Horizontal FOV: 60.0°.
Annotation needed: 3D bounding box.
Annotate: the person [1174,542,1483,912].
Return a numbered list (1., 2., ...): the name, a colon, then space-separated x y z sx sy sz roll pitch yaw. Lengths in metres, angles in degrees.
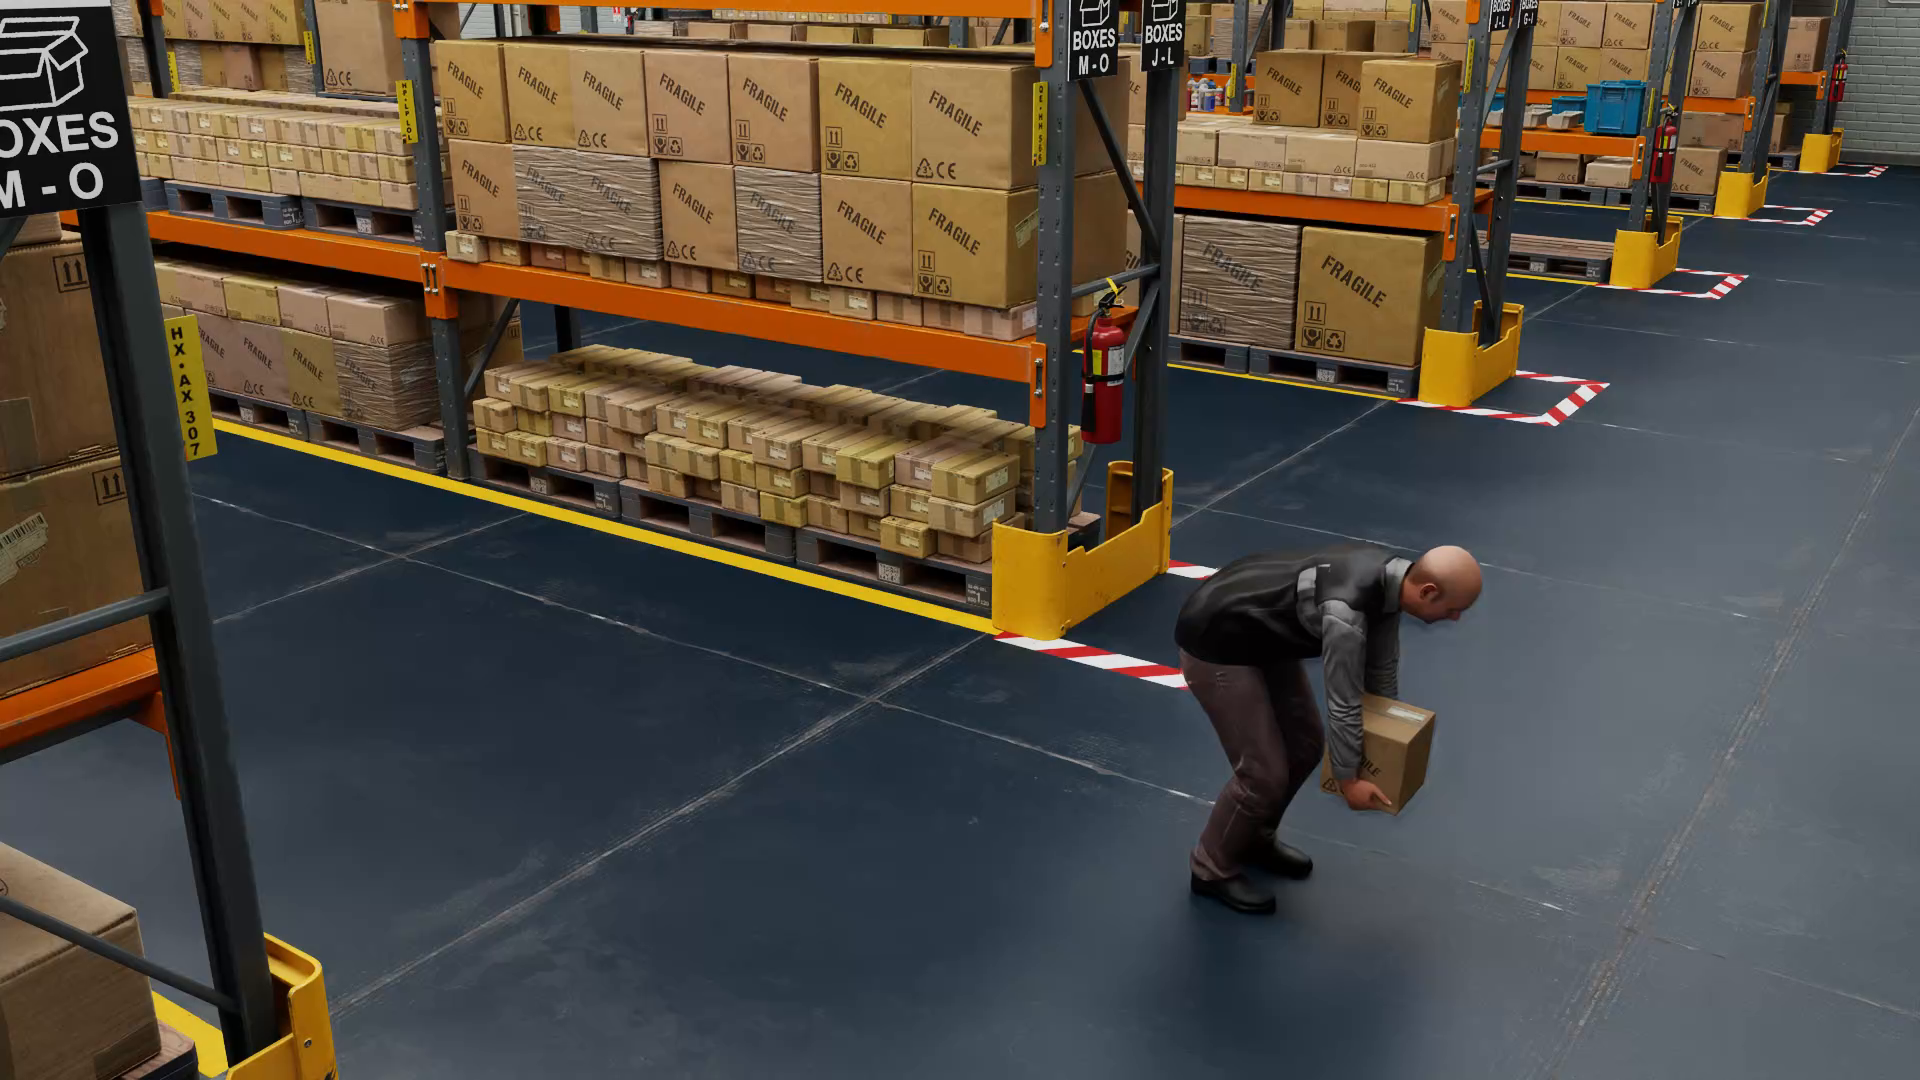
1. person: 1.120 0.563 5.212 0.909 1.266 0.474 12 23 30
